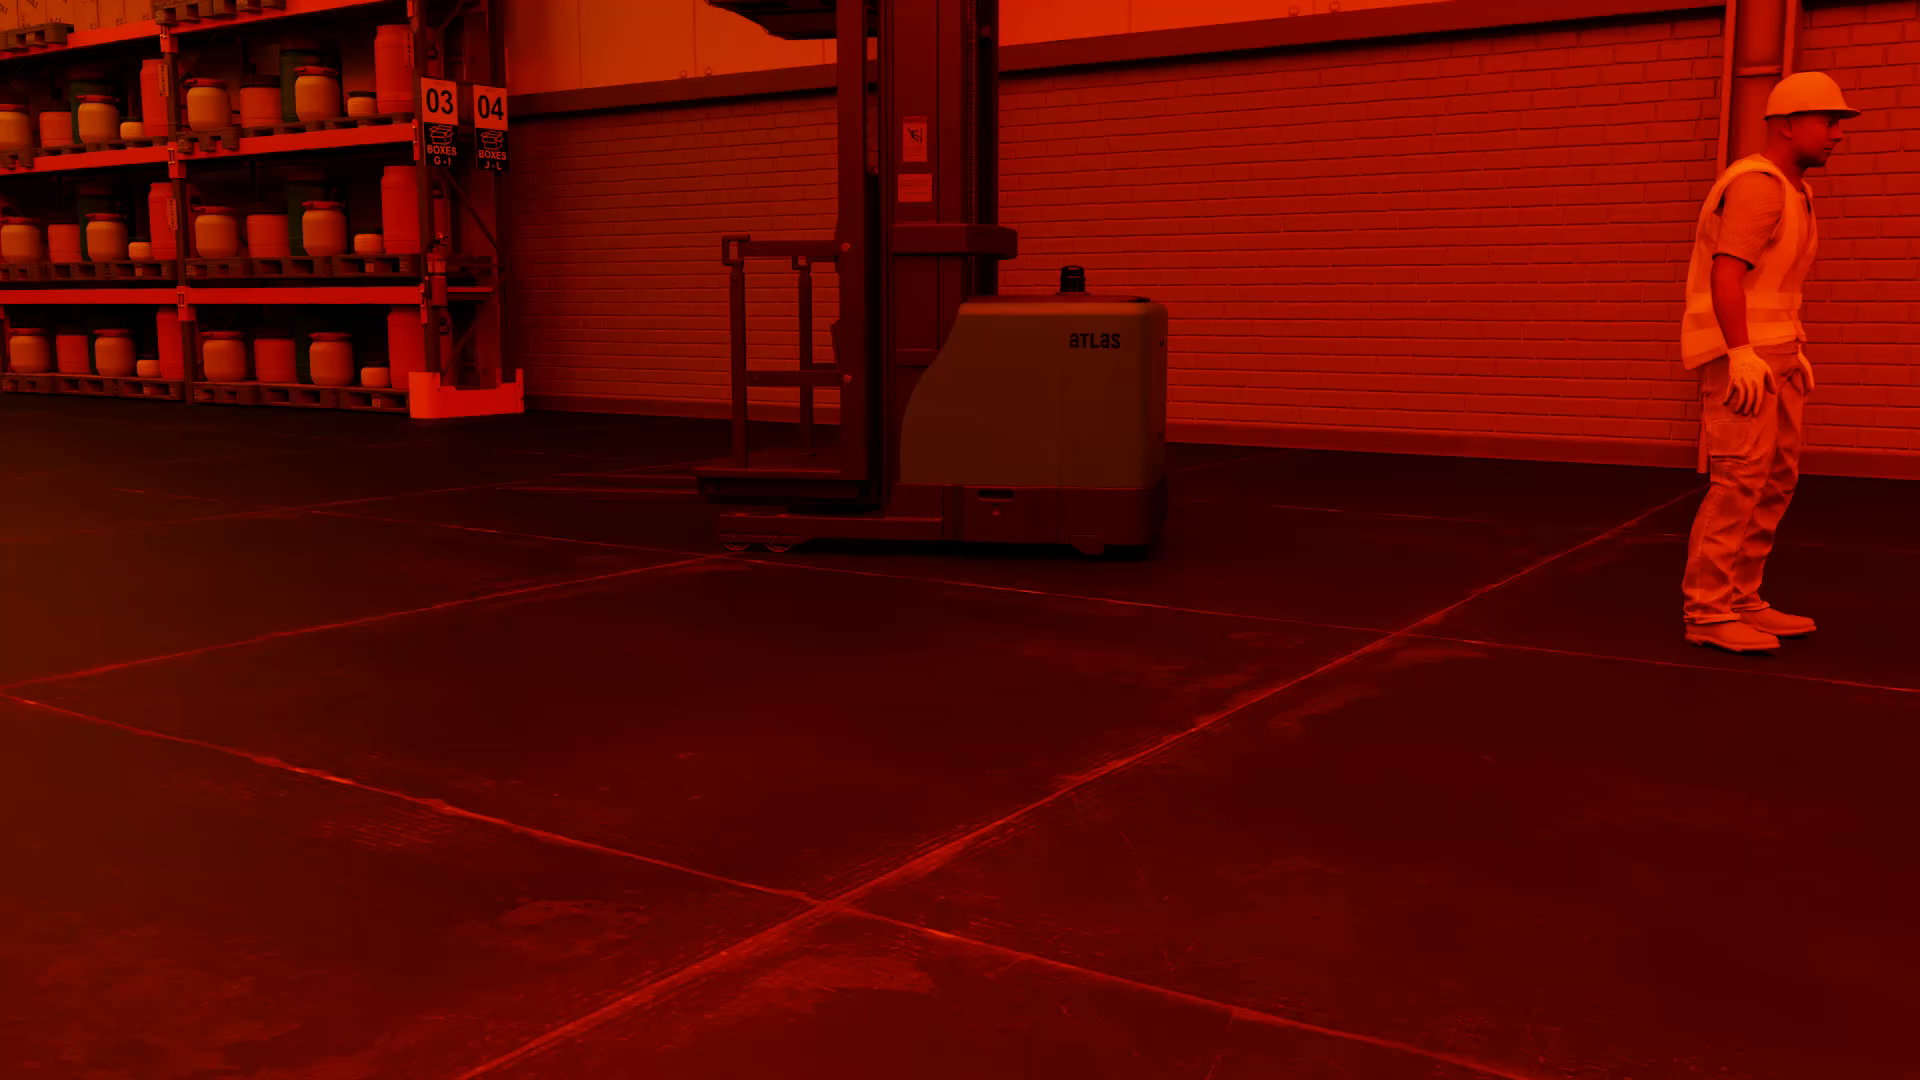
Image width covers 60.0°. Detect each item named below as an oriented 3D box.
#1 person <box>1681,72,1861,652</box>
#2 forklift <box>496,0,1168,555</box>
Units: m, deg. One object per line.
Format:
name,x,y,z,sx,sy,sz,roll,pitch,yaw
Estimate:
person,2.534,-0.560,5.252,0.449,1.775,0.632,7,11,41
forklift,-0.596,-1.469,7.520,3.031,2.935,1.130,2,8,12
